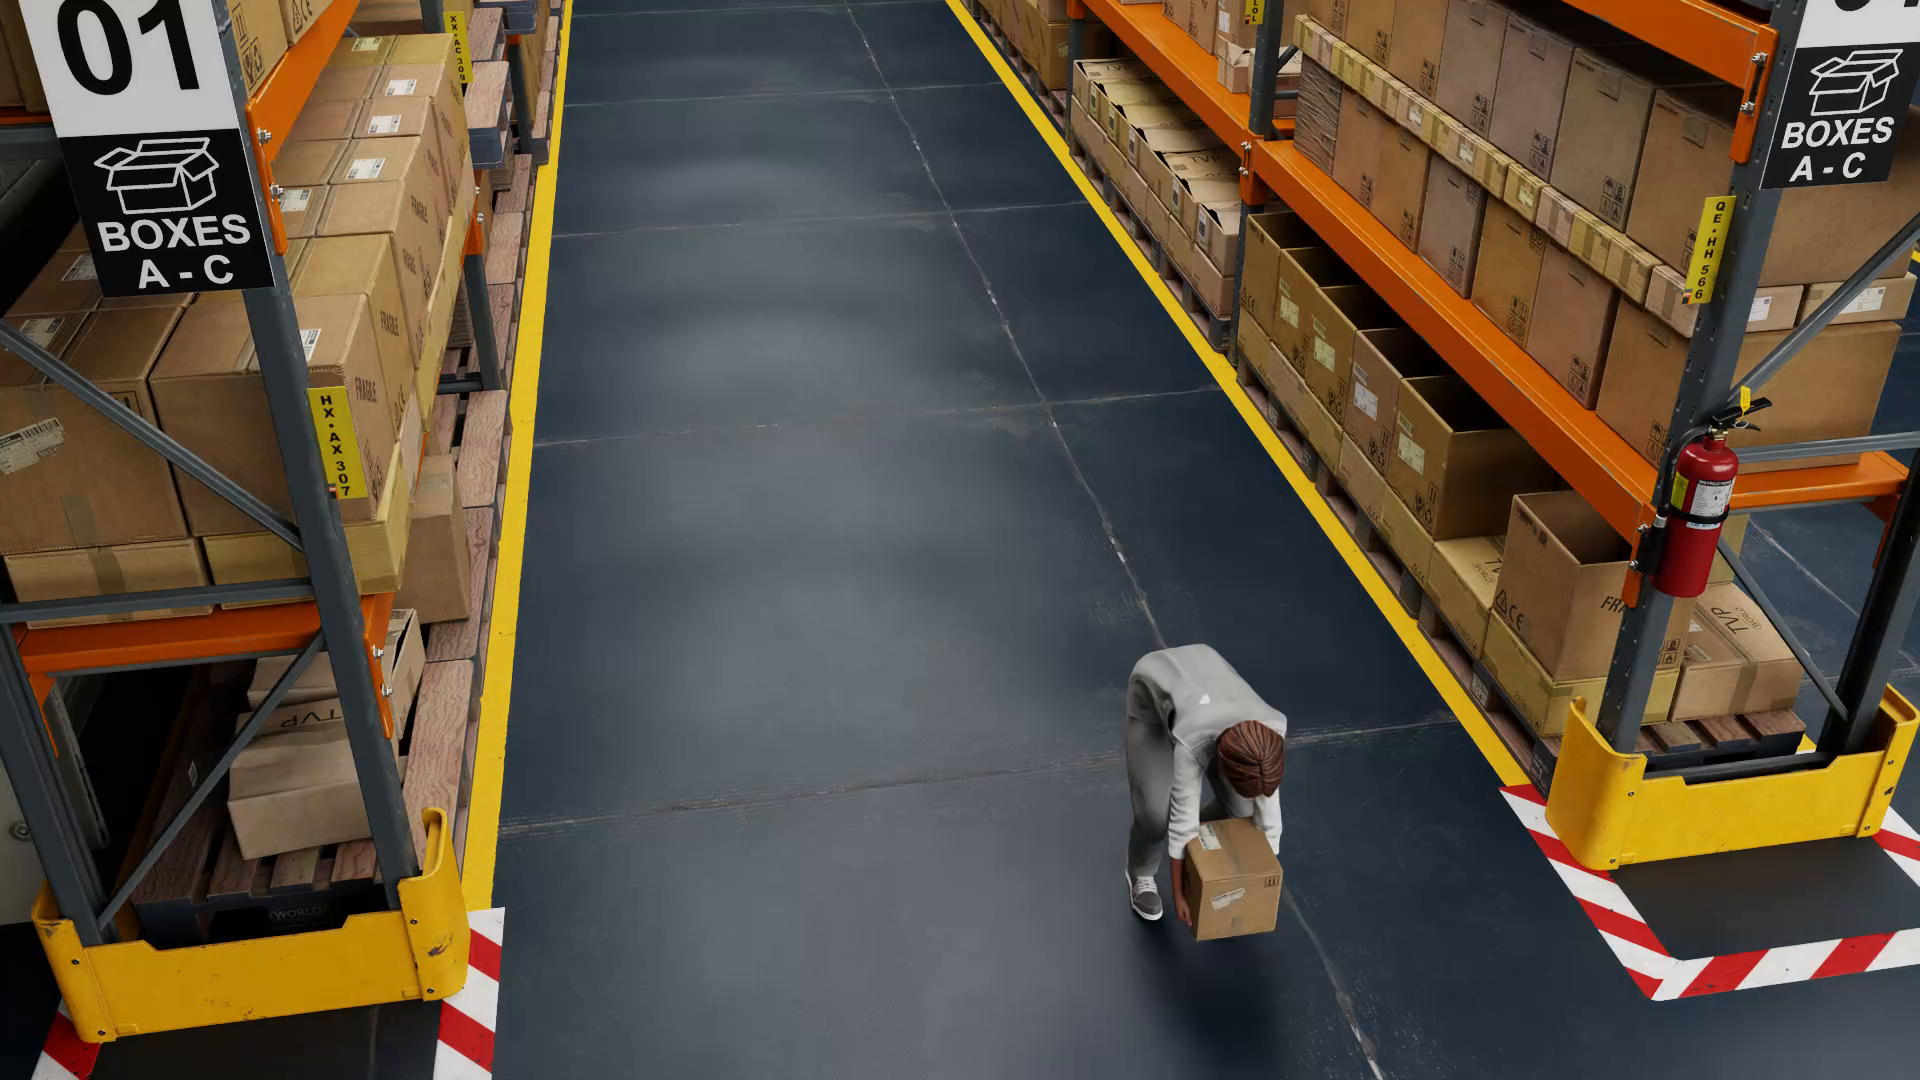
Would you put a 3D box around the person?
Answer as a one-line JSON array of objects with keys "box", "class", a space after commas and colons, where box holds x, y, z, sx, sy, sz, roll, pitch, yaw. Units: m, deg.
[{"box": [0.771, 0.770, 5.228, 0.390, 1.226, 0.811, -6, 32, -10], "class": "person"}]
